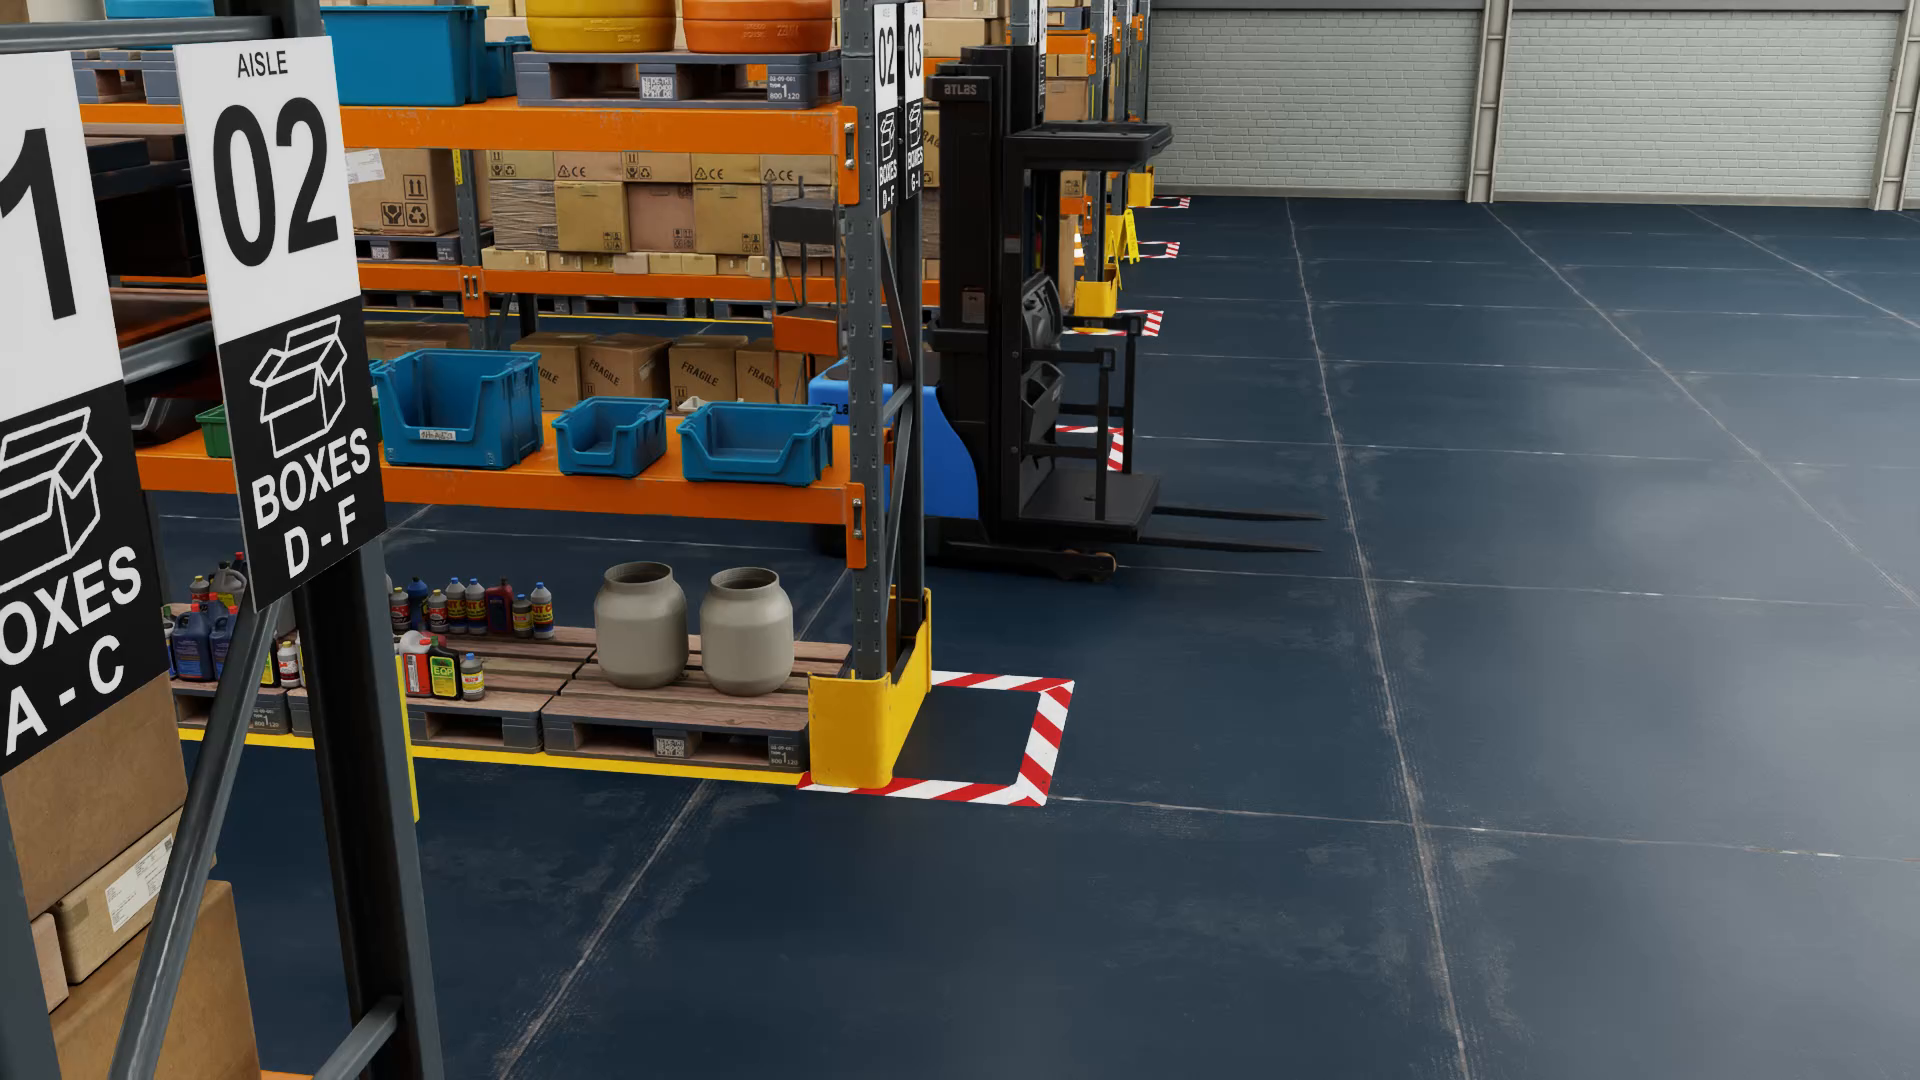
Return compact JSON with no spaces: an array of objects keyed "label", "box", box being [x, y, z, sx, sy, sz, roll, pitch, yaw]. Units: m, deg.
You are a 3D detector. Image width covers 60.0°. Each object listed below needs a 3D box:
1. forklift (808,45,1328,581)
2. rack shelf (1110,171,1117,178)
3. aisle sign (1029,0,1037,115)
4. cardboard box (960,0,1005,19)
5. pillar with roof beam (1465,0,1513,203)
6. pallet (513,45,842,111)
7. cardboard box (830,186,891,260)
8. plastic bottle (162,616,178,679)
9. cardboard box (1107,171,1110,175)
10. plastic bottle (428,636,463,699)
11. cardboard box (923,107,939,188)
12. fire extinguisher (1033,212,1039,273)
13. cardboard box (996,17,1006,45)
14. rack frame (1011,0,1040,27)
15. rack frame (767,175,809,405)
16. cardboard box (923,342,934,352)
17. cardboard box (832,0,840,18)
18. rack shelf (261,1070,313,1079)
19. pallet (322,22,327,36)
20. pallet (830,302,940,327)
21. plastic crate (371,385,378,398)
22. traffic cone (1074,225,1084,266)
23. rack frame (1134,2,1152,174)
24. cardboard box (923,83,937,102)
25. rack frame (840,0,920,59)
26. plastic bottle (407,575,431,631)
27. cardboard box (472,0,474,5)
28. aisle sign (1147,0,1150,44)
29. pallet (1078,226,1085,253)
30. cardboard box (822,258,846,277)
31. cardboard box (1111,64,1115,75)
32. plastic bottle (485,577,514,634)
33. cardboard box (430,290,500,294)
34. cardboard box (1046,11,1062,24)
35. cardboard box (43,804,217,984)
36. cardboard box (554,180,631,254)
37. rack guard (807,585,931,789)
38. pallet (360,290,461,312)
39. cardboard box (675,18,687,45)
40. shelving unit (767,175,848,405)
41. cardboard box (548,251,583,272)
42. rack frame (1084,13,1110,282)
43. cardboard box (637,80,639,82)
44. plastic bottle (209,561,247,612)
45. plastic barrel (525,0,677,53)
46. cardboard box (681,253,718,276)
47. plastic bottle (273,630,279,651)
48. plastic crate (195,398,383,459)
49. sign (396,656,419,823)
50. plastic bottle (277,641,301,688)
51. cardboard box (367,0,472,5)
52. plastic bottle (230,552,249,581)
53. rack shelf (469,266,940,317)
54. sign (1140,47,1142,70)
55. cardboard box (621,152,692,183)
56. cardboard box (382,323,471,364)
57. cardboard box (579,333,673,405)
[{"label":"forklift","box":[0.668,-1.338,9.683,3.031,2.935,1.130,5,19,13]},{"label":"rack shelf","box":[0.072,-4.971,21.567,4.000,0.370,1.077,3,19,9]},{"label":"aisle sign","box":[0.488,-3.243,11.170,0.004,0.787,0.394,3,19,9]},{"label":"cardboard box","box":[0.151,-3.564,11.107,0.250,0.149,0.380,3,19,9]},{"label":"pillar with roof beam","box":[7.527,-8.279,20.863,0.400,9.000,9.100,3,19,9]},{"label":"pallet","box":[-1.112,-1.961,7.006,1.213,0.211,1.003,3,19,9]},{"label":"cardboard box","box":[-0.577,-2.319,11.881,0.500,0.500,0.875,3,19,9]},{"label":"plastic bottle","box":[-3.692,0.487,7.718,0.135,0.276,0.152,4,19,11]},{"label":"cardboard box","box":[2.300,-5.826,25.871,0.500,0.250,0.500,3,19,8]},{"label":"plastic bottle","box":[-2.312,0.569,7.463,0.133,0.283,0.061,3,19,10]},{"label":"cardboard box","box":[-0.108,-2.720,11.503,0.500,0.500,0.500,3,19,9]},{"label":"fire extinguisher","box":[0.514,-1.920,11.437,0.183,0.674,0.296,3,19,9]},{"label":"cardboard box","box":[0.040,-3.564,11.735,0.500,0.250,0.500,3,19,10]},{"label":"rack frame","box":[0.474,-4.952,10.921,0.127,3.000,1.000,3,19,9]},{"label":"rack frame","box":[-1.106,-1.292,10.855,0.015,2.100,0.400,9,21,26]},{"label":"cardboard box","box":[-0.139,-1.157,12.313,0.500,0.500,0.500,7,20,19]},{"label":"cardboard box","box":[-0.851,-3.650,11.364,0.250,0.149,0.380,3,19,9]},{"label":"rack shelf","box":[-3.075,1.237,3.013,4.000,0.370,1.077,3,19,9]},{"label":"pallet","box":[-4.068,-3.706,12.221,1.003,0.211,1.213,3,19,9]},{"label":"pallet","box":[-0.642,-2.411,17.177,1.213,0.211,1.003,3,19,9]},{"label":"plastic crate","box":[-2.617,-0.629,7.872,0.437,0.136,0.530,3,19,9]},{"label":"traffic cone","box":[1.417,-3.626,20.411,0.334,0.463,0.336,3,19,9]},{"label":"rack frame","box":[2.830,-6.767,25.800,0.127,3.000,1.000,3,19,9]},{"label":"cardboard box","box":[-0.088,-4.339,16.607,0.550,0.550,0.875,3,19,9]},{"label":"rack frame","box":[-0.311,-3.400,6.284,0.127,3.000,1.000,3,19,9]},{"label":"plastic bottle","box":[-2.689,0.309,8.260,0.097,0.271,0.097,0,18,0]},{"label":"cardboard box","box":[-4.856,-5.529,16.694,0.500,0.311,0.500,3,19,8]},{"label":"aisle sign","box":[2.848,-7.904,25.103,0.004,0.787,0.394,3,19,9]},{"label":"pallet","box":[1.175,-3.945,21.761,1.213,0.211,1.003,3,19,9]},{"label":"cardboard box","box":[-0.826,-1.990,11.919,0.250,0.149,0.380,3,19,9]},{"label":"cardboard box","box":[2.443,-7.215,25.491,0.250,0.149,0.380,3,19,9]},{"label":"plastic bottle","box":[-2.272,0.318,8.212,0.133,0.283,0.061,3,19,10]},{"label":"cardboard box","box":[-5.087,-3.089,17.691,0.750,0.750,1.050,3,19,9]},{"label":"cardboard box","box":[1.142,-6.472,20.586,0.250,0.149,0.380,3,19,10]},{"label":"cardboard box","box":[-1.454,0.554,2.740,0.250,0.149,0.380,3,19,8]},{"label":"cardboard box","box":[-2.552,-2.419,12.178,0.500,0.500,0.875,3,19,9]},{"label":"rack guard","box":[-0.394,0.641,7.600,0.348,0.500,1.175,3,19,9]},{"label":"pallet","box":[-5.771,-2.673,17.959,1.213,0.211,1.003,3,19,9]},{"label":"cardboard box","box":[-2.059,-3.503,11.556,0.500,0.250,0.500,2,19,6]},{"label":"shelving unit","box":[-0.889,-1.257,10.749,0.503,2.100,0.431,9,21,26]},{"label":"cardboard box","box":[-2.814,-2.064,12.139,0.250,0.149,0.380,3,19,9]},{"label":"rack frame","box":[1.361,-3.656,16.502,0.127,3.000,1.000,3,19,9]},{"label":"cardboard box","box":[-3.911,-5.831,21.713,0.500,0.500,0.500,2,19,7]},{"label":"plastic bottle","box":[-3.602,0.278,8.226,0.185,0.351,0.144,3,19,9]},{"label":"plastic barrel","box":[-1.457,-2.284,6.716,0.600,0.588,0.600,0,18,0]},{"label":"cardboard box","box":[-1.827,-2.013,11.987,0.250,0.149,0.380,3,19,9]},{"label":"plastic bottle","box":[-3.192,0.504,7.675,0.097,0.271,0.097,0,18,0]},{"label":"plastic crate","box":[-2.965,-0.499,7.402,0.662,0.188,0.450,3,19,9]},{"label":"sign","box":[-1.007,0.375,2.967,0.005,0.325,0.100,3,19,9]},{"label":"plastic bottle","box":[-3.067,0.563,7.609,0.097,0.201,0.097,0,18,0]},{"label":"cardboard box","box":[-3.923,-4.034,12.079,0.637,0.503,0.797,2,19,6]},{"label":"plastic bottle","box":[-3.579,0.233,8.361,0.185,0.351,0.144,2,19,7]},{"label":"rack shelf","box":[-1.500,-1.867,12.288,4.000,0.370,1.077,3,19,9]},{"label":"sign","box":[2.730,-7.259,25.073,0.005,0.325,0.100,3,19,9]},{"label":"cardboard box","box":[-2.083,-2.819,11.798,0.500,0.500,0.500,3,19,9]},{"label":"cardboard box","box":[-4.078,-1.369,12.914,0.500,0.500,0.700,1,19,4]},{"label":"cardboard box","box":[-2.520,-1.263,12.628,0.500,0.500,0.500,9,21,26]}]
